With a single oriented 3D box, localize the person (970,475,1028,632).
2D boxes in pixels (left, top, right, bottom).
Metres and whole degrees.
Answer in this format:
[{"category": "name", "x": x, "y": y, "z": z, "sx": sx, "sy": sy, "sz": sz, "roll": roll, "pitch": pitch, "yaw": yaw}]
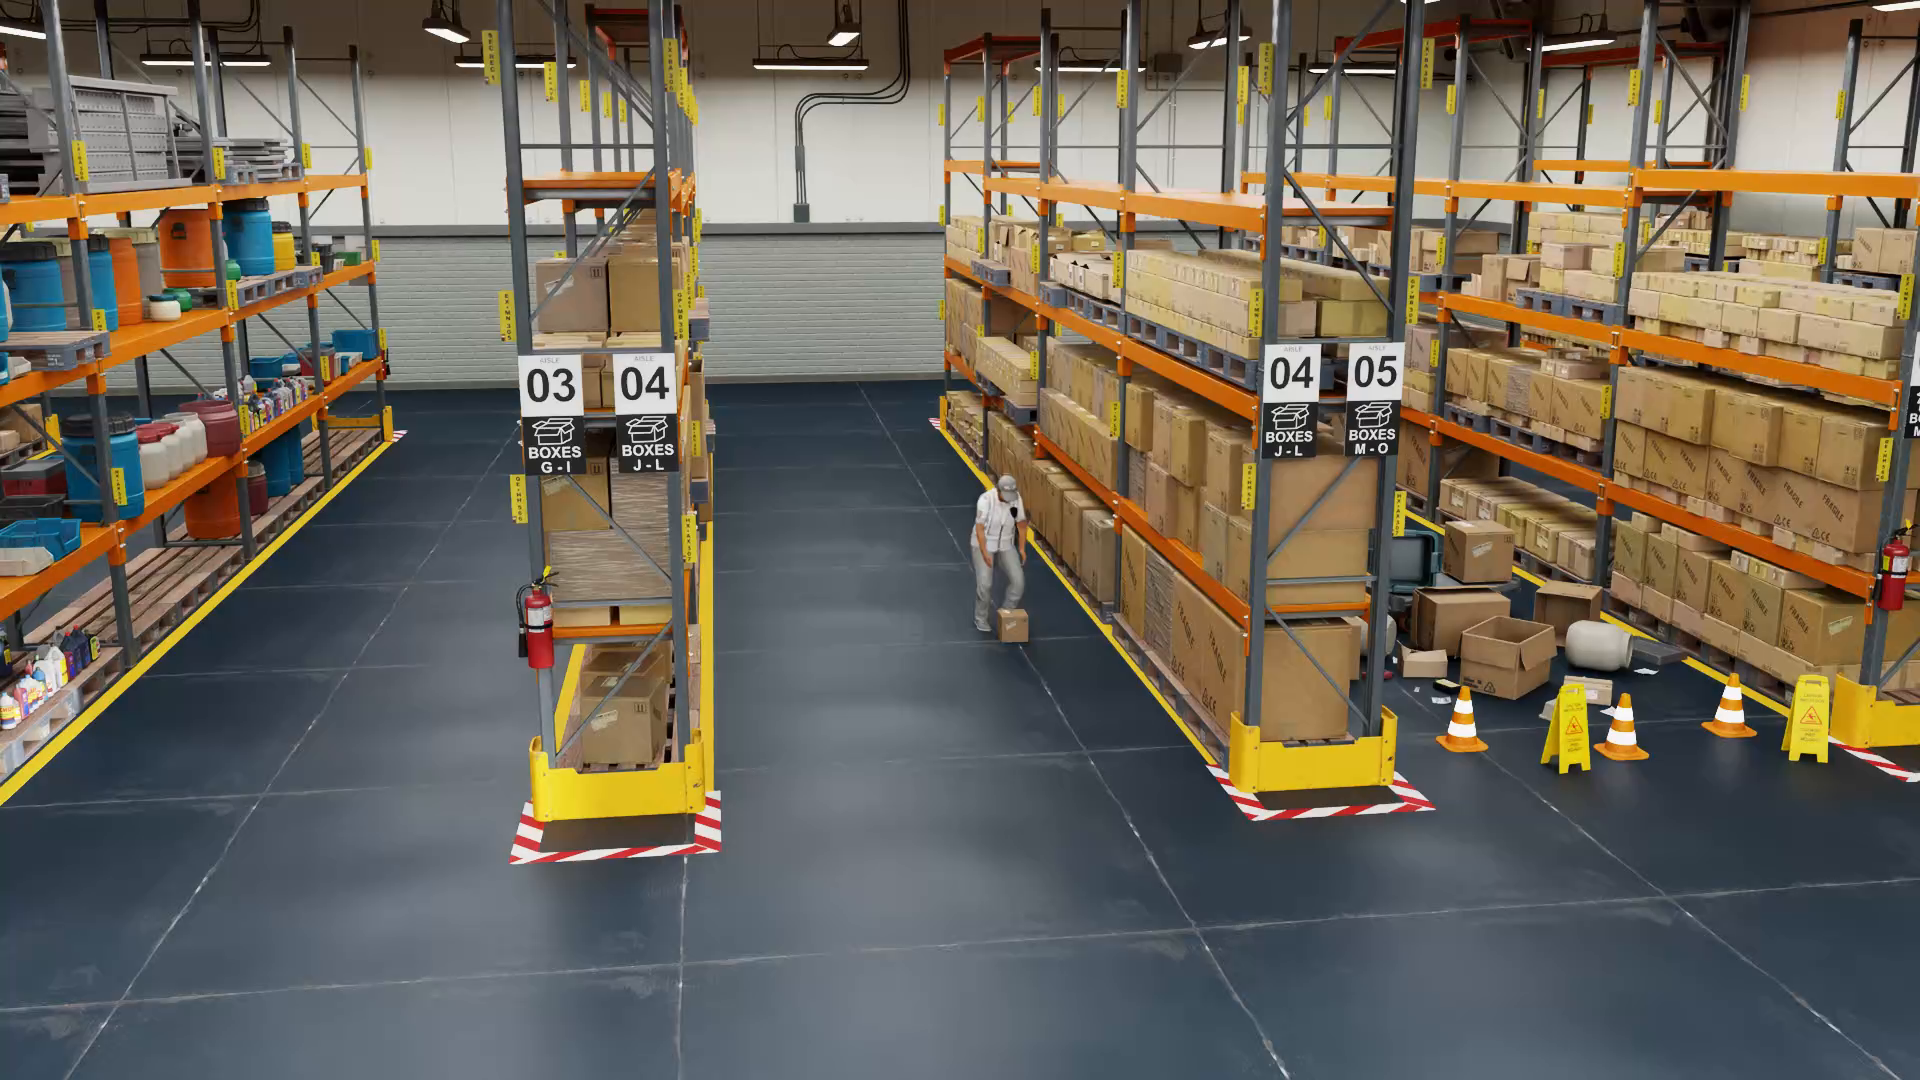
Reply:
[{"category": "person", "x": 0.385, "y": 0.101, "z": 15.896, "sx": 0.522, "sy": 1.523, "sz": 0.611, "roll": -4, "pitch": 14, "yaw": -18}]
